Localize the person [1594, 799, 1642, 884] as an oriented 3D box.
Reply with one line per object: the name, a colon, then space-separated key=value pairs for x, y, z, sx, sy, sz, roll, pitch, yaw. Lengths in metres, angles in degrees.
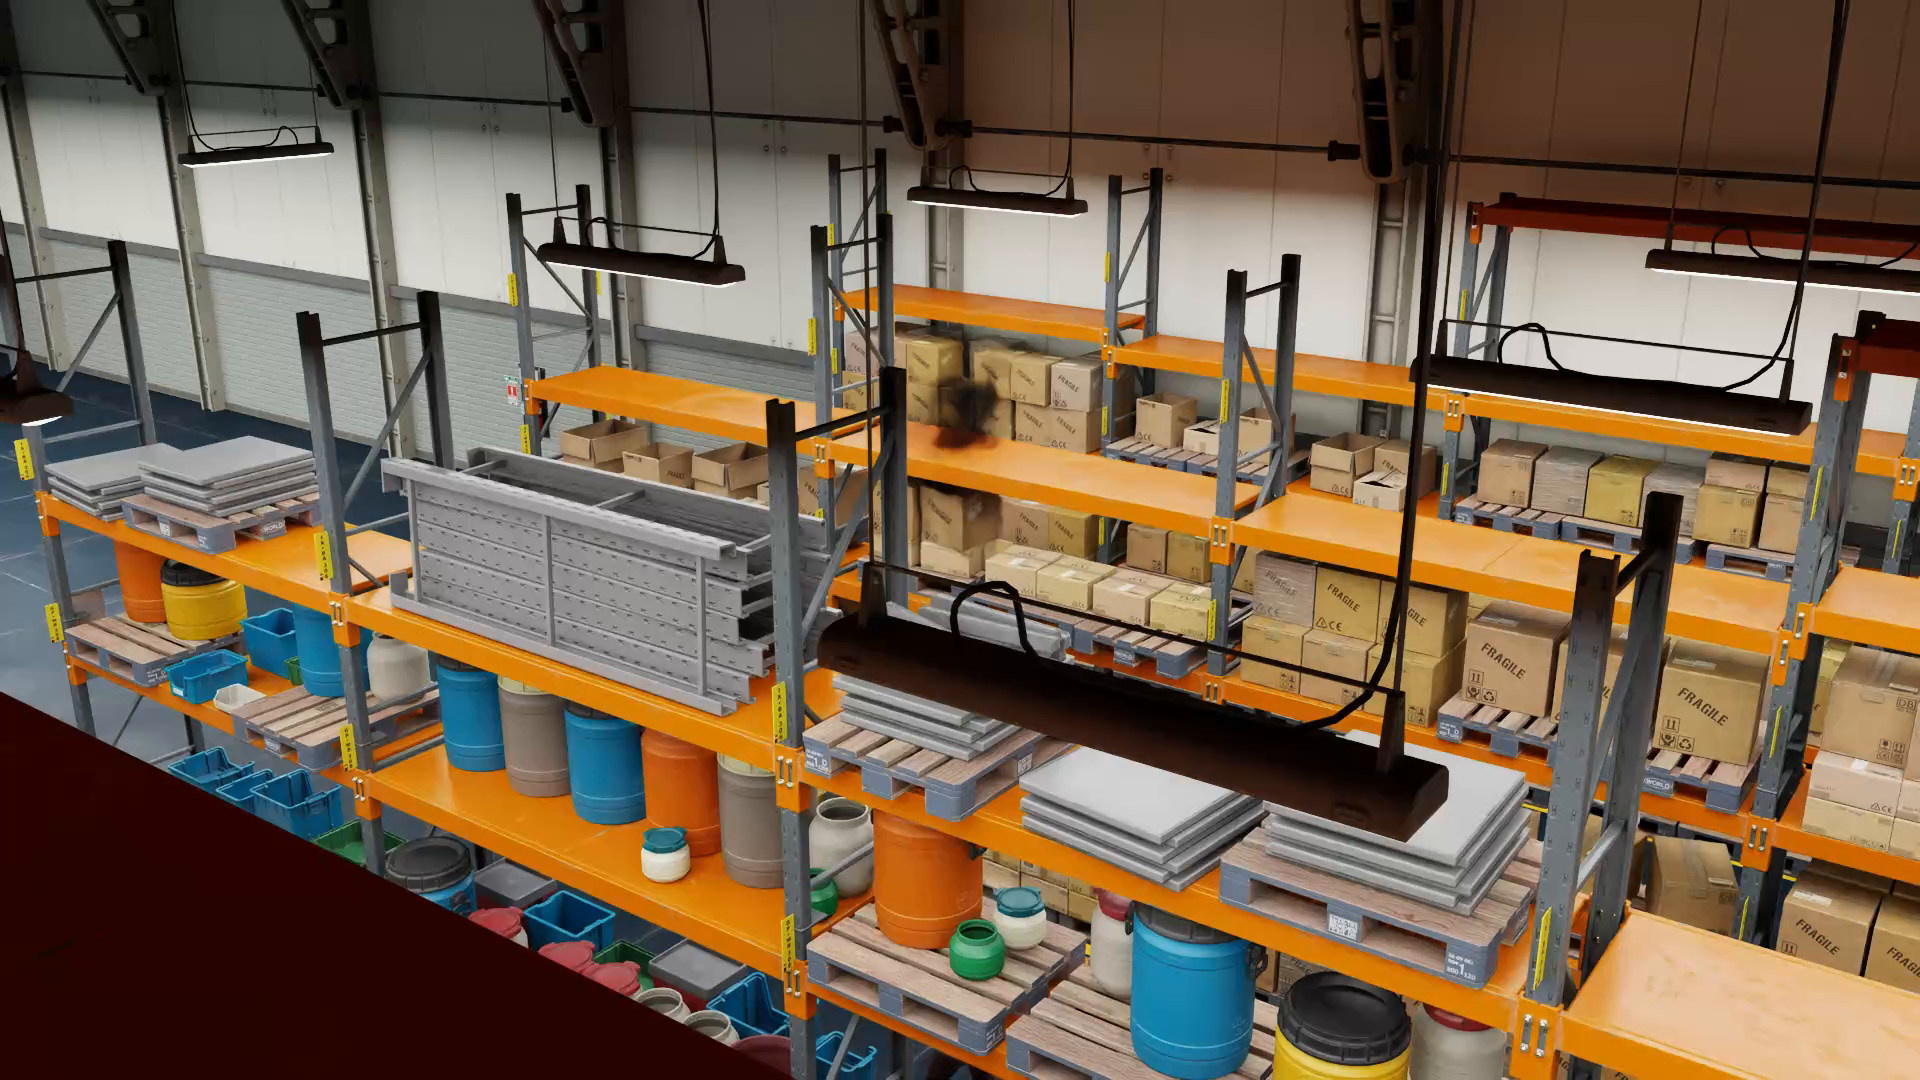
person: x=5.907 y=2.527 z=14.906 sx=0.685 sy=1.706 sz=0.572 roll=9 pitch=20 yaw=24

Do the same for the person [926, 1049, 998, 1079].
person: x=0.060 y=3.556 z=11.740 sx=0.821 sy=1.773 sz=0.633 roll=14 pitch=23 yaw=37
